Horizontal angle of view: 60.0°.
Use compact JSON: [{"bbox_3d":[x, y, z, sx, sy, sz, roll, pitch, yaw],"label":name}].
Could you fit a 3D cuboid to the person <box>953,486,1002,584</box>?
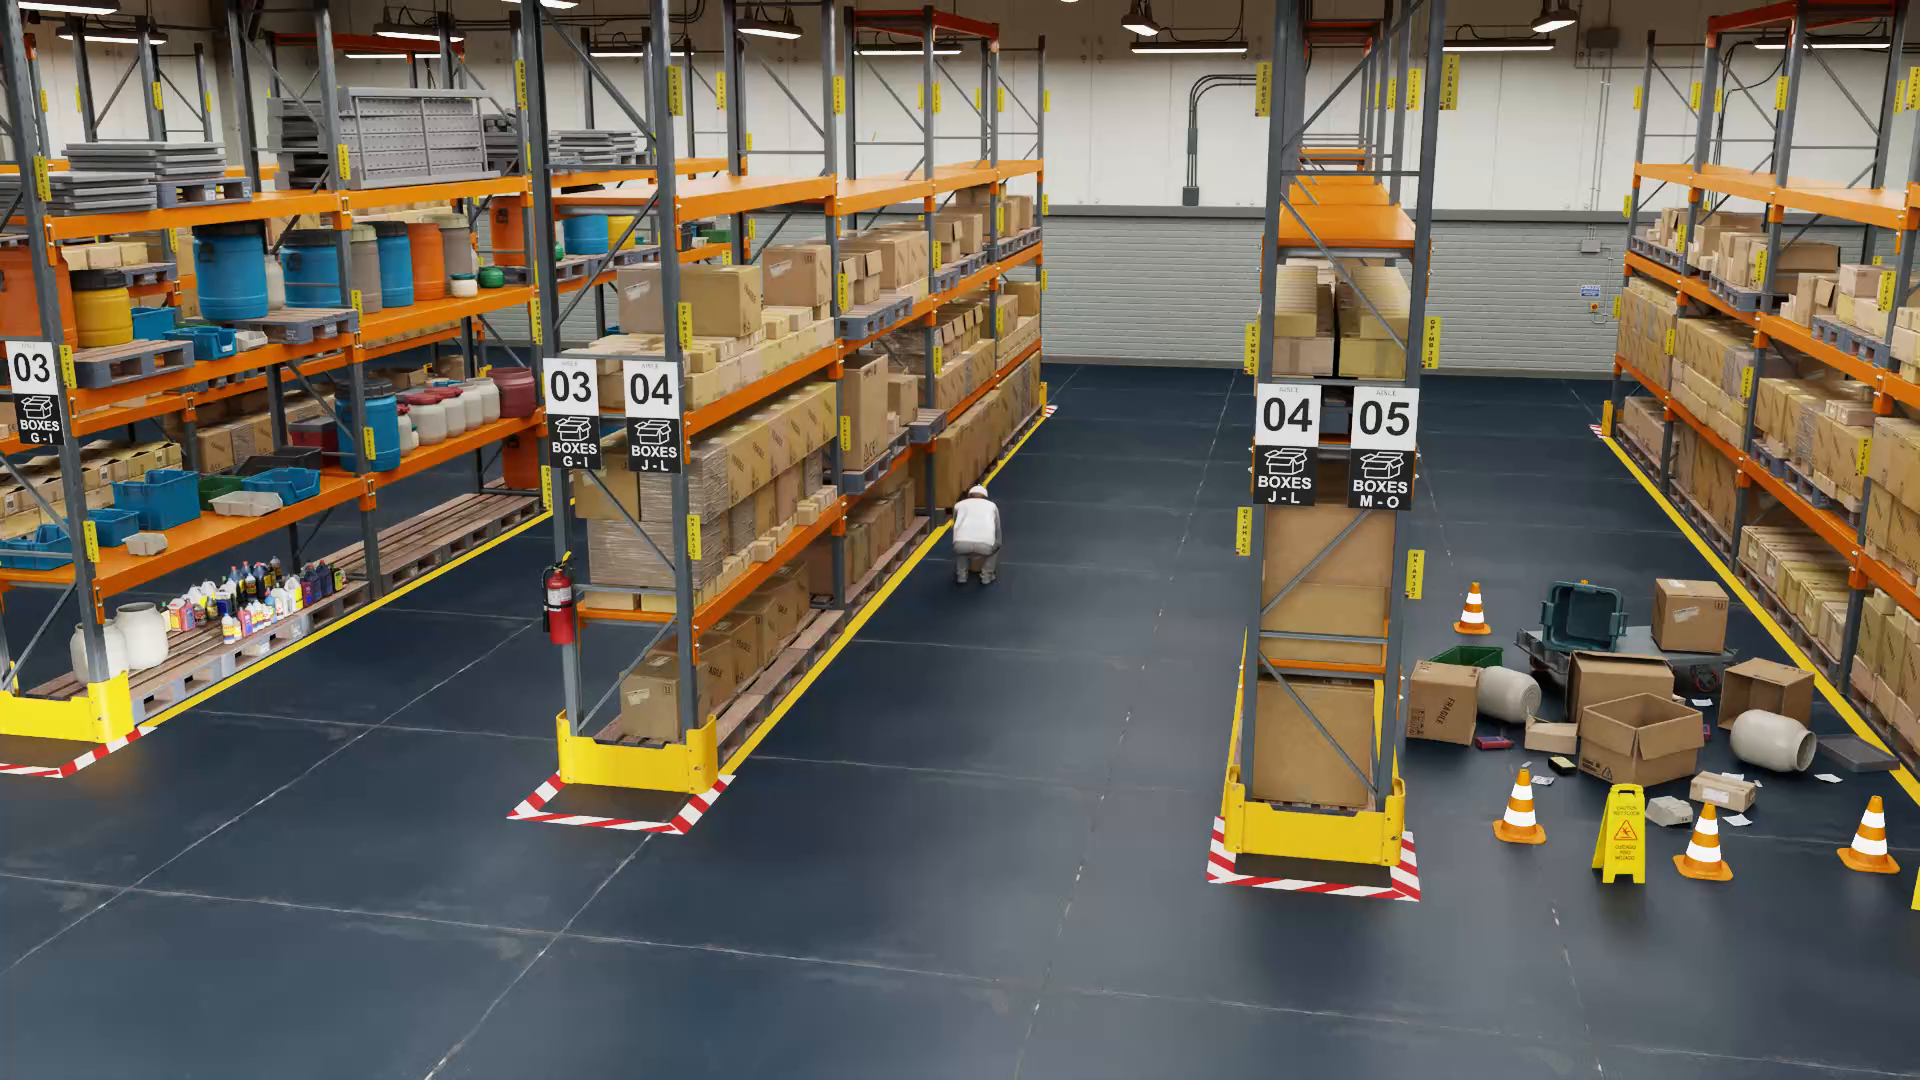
[{"bbox_3d":[0.175,-0.053,17.854,0.537,0.930,0.911,3,15,11],"label":"person"}]
